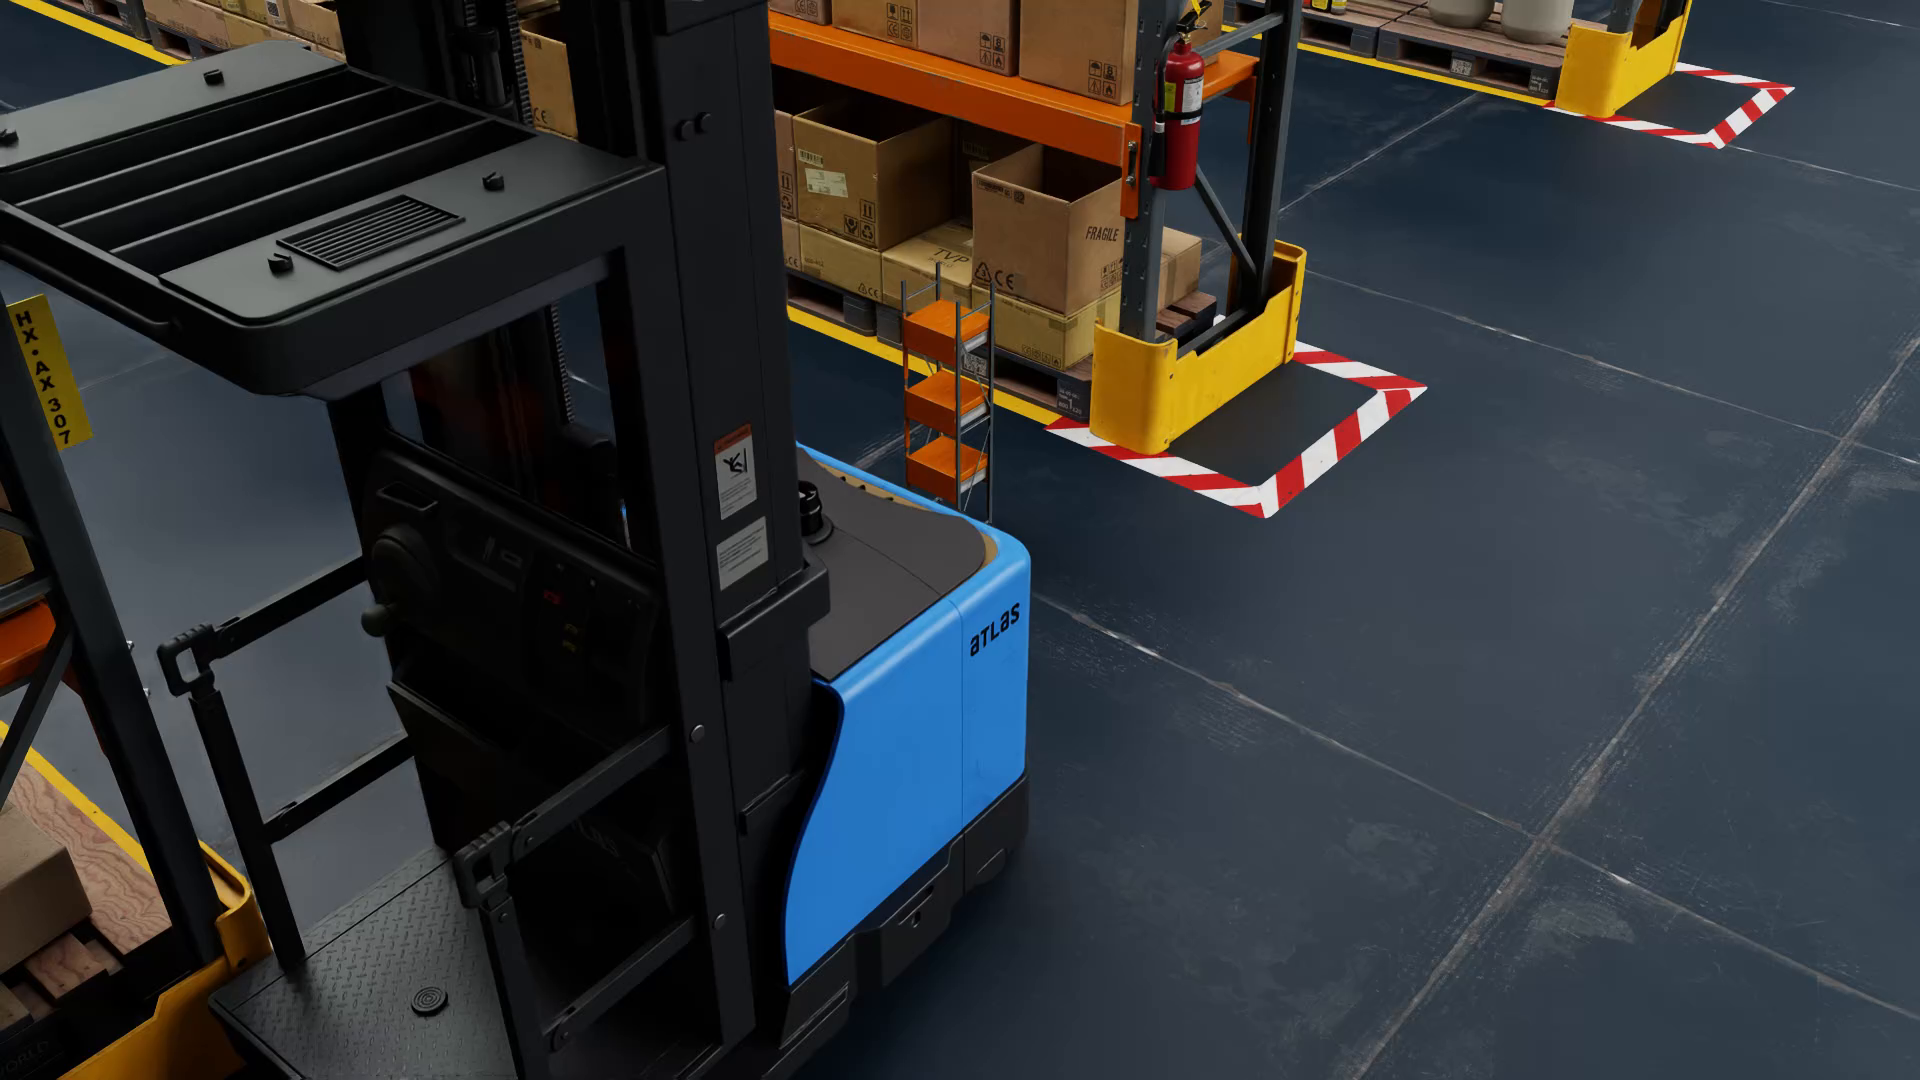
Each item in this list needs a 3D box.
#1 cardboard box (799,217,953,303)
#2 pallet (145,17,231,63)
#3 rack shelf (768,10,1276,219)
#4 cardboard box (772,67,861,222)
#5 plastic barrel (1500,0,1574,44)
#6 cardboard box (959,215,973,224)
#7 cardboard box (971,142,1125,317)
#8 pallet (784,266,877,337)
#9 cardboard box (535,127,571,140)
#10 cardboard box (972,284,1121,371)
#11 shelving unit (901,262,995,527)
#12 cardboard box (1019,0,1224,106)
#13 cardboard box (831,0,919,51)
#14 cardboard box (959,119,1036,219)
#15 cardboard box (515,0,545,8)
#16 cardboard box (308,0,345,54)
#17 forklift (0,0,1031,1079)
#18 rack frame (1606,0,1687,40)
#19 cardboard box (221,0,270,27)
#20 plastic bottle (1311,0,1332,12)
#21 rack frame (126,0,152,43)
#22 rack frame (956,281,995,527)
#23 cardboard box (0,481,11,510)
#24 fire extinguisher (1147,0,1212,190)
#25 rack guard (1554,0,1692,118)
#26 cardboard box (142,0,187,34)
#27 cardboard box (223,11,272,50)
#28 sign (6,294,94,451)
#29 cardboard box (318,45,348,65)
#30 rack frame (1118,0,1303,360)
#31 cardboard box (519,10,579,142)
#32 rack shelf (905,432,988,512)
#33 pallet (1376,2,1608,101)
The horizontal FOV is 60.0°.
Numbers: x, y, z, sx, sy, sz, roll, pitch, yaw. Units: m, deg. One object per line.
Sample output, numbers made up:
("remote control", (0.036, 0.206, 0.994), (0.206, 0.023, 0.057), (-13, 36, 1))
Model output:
("cardboard box", (-0.381, -1.351, 7.626), (0.500, 0.250, 0.500), (25, 42, 32))
("pallet", (-4.543, -3.323, 10.902), (1.213, 0.211, 1.003), (25, 42, 32))
("rack shelf", (-0.539, -2.318, 7.611), (4.000, 0.370, 1.077), (25, 42, 32))
("cardboard box", (-0.766, -1.841, 7.676), (0.500, 0.500, 0.500), (25, 42, 32))
("plastic barrel", (3.615, -3.396, 10.372), (0.421, 0.512, 0.421), (0, 34, 0))
("cardboard box", (0.341, -1.400, 7.697), (0.500, 0.250, 0.500), (25, 42, 32))
("cardboard box", (0.395, -1.303, 6.894), (0.500, 0.500, 0.500), (25, 42, 32))
("pallet", (-0.550, -1.441, 8.162), (1.213, 0.211, 1.003), (25, 42, 32))
("cardboard box", (-1.914, -2.078, 8.685), (0.500, 0.250, 0.500), (25, 42, 32))
("cardboard box", (0.397, -0.995, 7.107), (0.500, 0.250, 0.500), (25, 42, 32))
("shelving unit", (-0.041, -0.452, 5.981), (0.252, 1.050, 0.215), (25, 42, 32))
("cardboard box", (0.647, -2.106, 6.578), (0.500, 0.500, 0.700), (25, 42, 32))
("cardboard box", (-0.137, -2.476, 7.118), (0.500, 0.500, 0.700), (26, 42, 32))
("cardboard box", (0.343, -1.710, 7.486), (0.500, 0.500, 0.500), (25, 42, 32))
("cardboard box", (-2.616, -3.051, 9.606), (0.500, 0.311, 0.500), (25, 42, 31))
("cardboard box", (-3.357, -2.999, 9.530), (0.500, 0.311, 0.500), (25, 42, 32))
("forklift", (-1.104, 0.172, 3.410), (1.130, 2.935, 3.031), (24, 41, 31))
("rack frame", (4.170, -4.043, 9.488), (0.127, 3.000, 1.000), (25, 42, 32))
("cardboard box", (-4.136, -3.368, 10.068), (0.500, 0.311, 0.500), (24, 41, 31))
("plastic bottle", (2.377, -3.614, 10.873), (0.133, 0.283, 0.061), (26, 42, 33))
("rack frame", (-5.150, -4.787, 10.571), (0.127, 3.000, 1.000), (25, 42, 32))
("rack frame", (0.053, -0.408, 5.917), (0.008, 1.050, 0.200), (25, 42, 32))
("cardboard box", (-2.343, -0.292, 3.479), (0.500, 0.500, 0.500), (25, 42, 32))
("fire extinguisher", (0.791, -1.613, 6.017), (0.183, 0.674, 0.296), (25, 42, 32))
("rack guard", (4.081, -3.020, 10.206), (0.348, 0.500, 1.175), (25, 42, 32))
("cardboard box", (-4.936, -3.510, 10.769), (0.500, 0.250, 0.500), (25, 42, 32))
("cardboard box", (-4.145, -3.142, 10.234), (0.500, 0.250, 0.500), (24, 41, 31))
("sign", (-1.822, -0.326, 3.311), (0.005, 0.325, 0.100), (25, 42, 32))
("cardboard box", (-3.361, -2.771, 9.694), (0.500, 0.250, 0.500), (26, 42, 33))
("rack frame", (0.998, -1.890, 6.352), (0.127, 3.000, 1.000), (25, 42, 32))
("cardboard box", (-1.920, -2.383, 8.466), (0.500, 0.500, 0.500), (25, 42, 32))
("rack shelf", (-0.041, -0.214, 6.144), (0.240, 0.259, 0.215), (25, 42, 32))
("pallet", (3.461, -3.198, 10.720), (1.213, 0.211, 1.003), (25, 42, 32))
